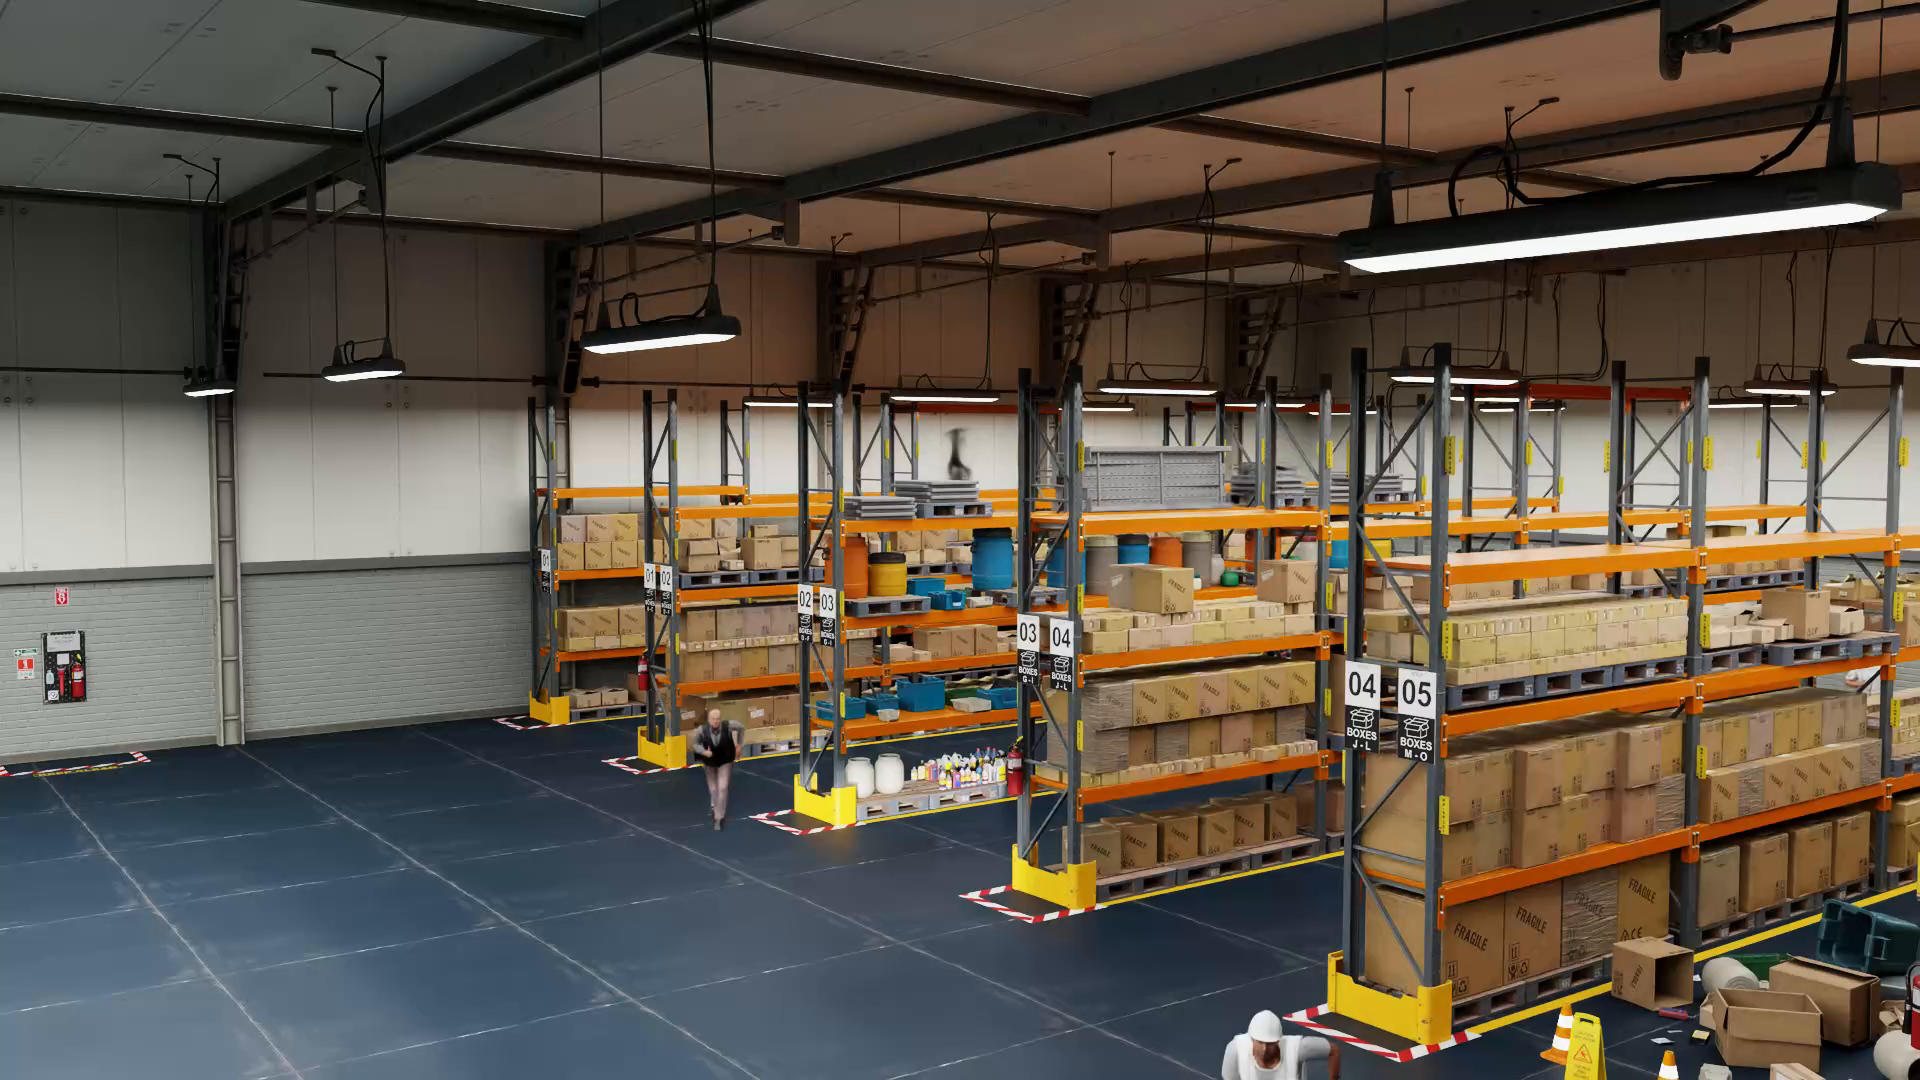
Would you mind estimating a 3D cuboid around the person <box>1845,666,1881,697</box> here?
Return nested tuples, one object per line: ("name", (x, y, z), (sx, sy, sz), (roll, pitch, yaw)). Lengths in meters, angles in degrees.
("person", (14.905, 2.635, 27.325), (0.657, 1.775, 0.961), (2, 4, 28))

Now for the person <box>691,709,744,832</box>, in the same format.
("person", (-3.249, 3.056, 22.380), (0.701, 1.679, 0.990), (0, 3, -6))

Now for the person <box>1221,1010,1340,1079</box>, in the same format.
("person", (2.048, 3.727, 10.639), (0.720, 1.592, 0.895), (1, 4, 22))
